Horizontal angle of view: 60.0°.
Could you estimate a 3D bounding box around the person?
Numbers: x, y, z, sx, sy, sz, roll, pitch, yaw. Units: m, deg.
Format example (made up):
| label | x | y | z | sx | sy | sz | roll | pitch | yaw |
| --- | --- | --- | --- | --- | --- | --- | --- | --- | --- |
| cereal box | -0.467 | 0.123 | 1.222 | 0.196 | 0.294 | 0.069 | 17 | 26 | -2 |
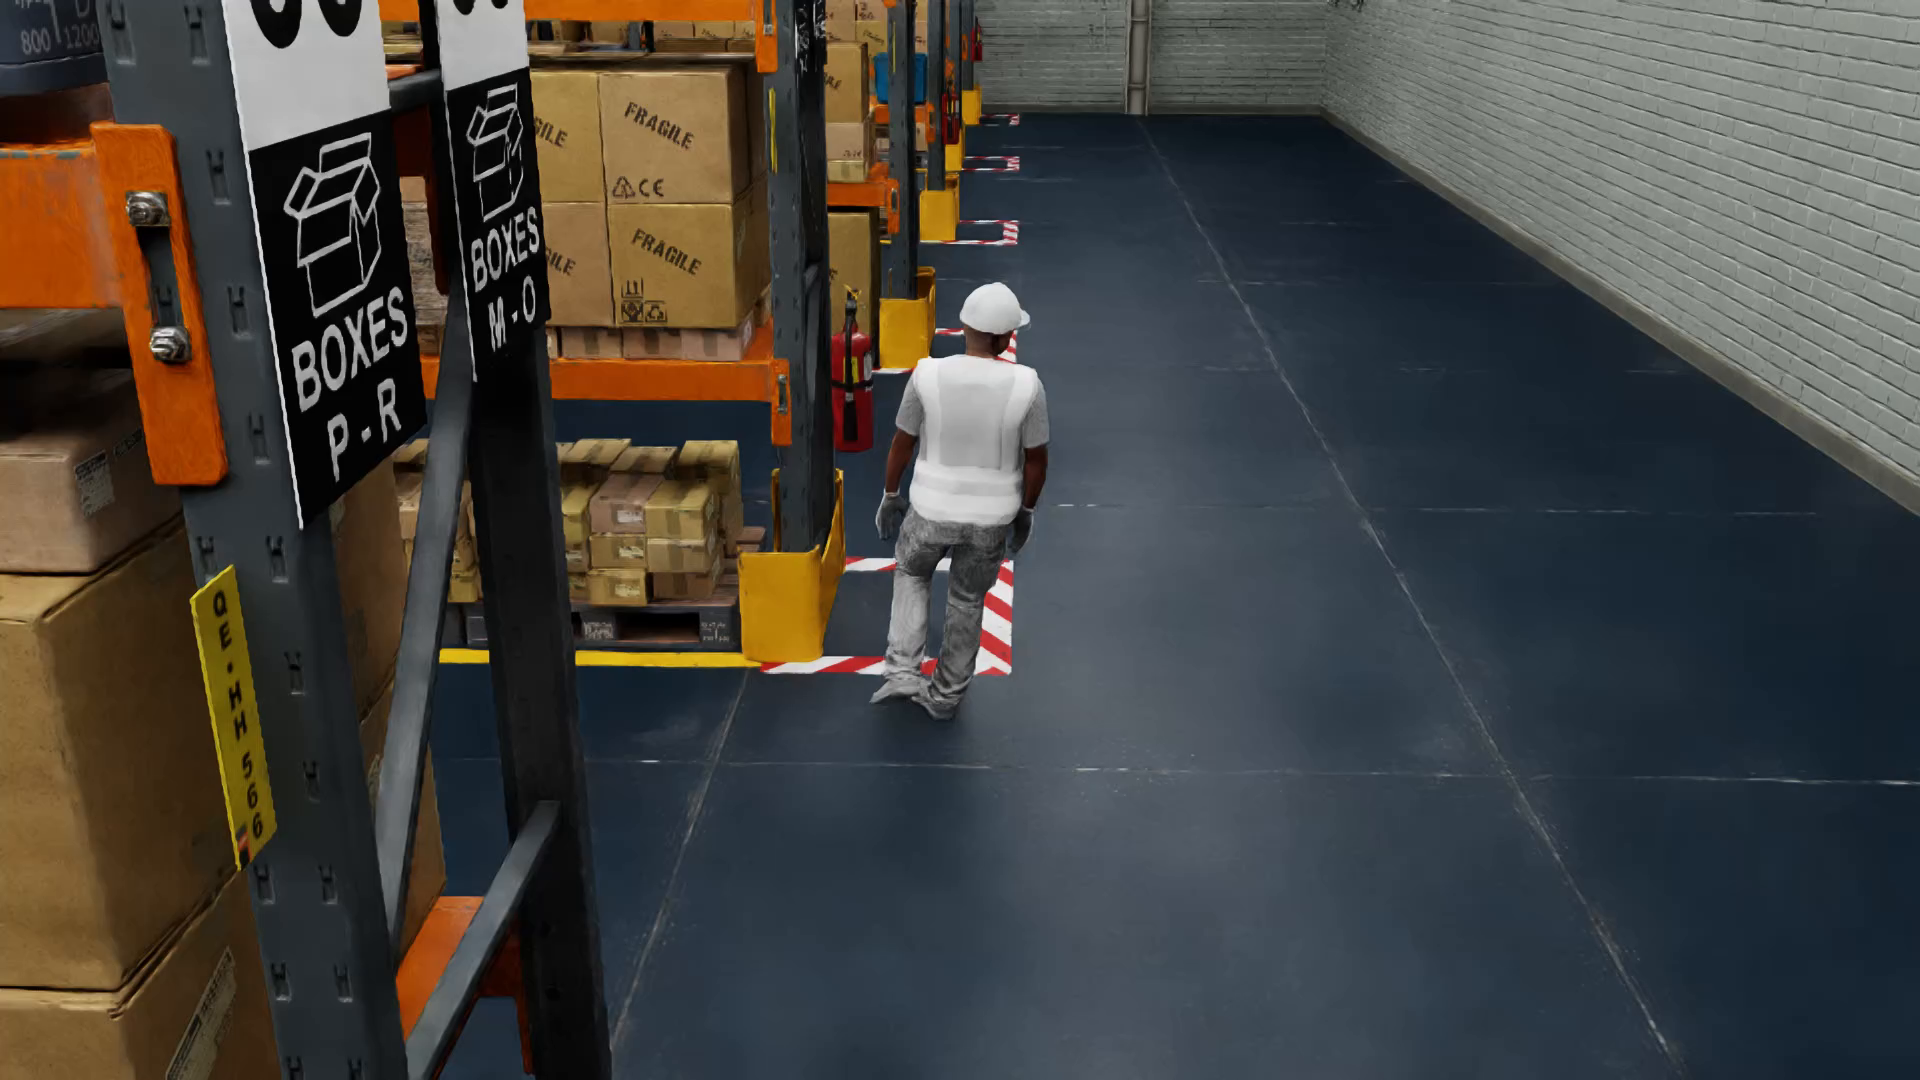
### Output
| label | x | y | z | sx | sy | sz | roll | pitch | yaw |
| --- | --- | --- | --- | --- | --- | --- | --- | --- | --- |
| person | -0.016 | -0.125 | 6.409 | 0.690 | 1.772 | 0.439 | -1 | 21 | -3 |
